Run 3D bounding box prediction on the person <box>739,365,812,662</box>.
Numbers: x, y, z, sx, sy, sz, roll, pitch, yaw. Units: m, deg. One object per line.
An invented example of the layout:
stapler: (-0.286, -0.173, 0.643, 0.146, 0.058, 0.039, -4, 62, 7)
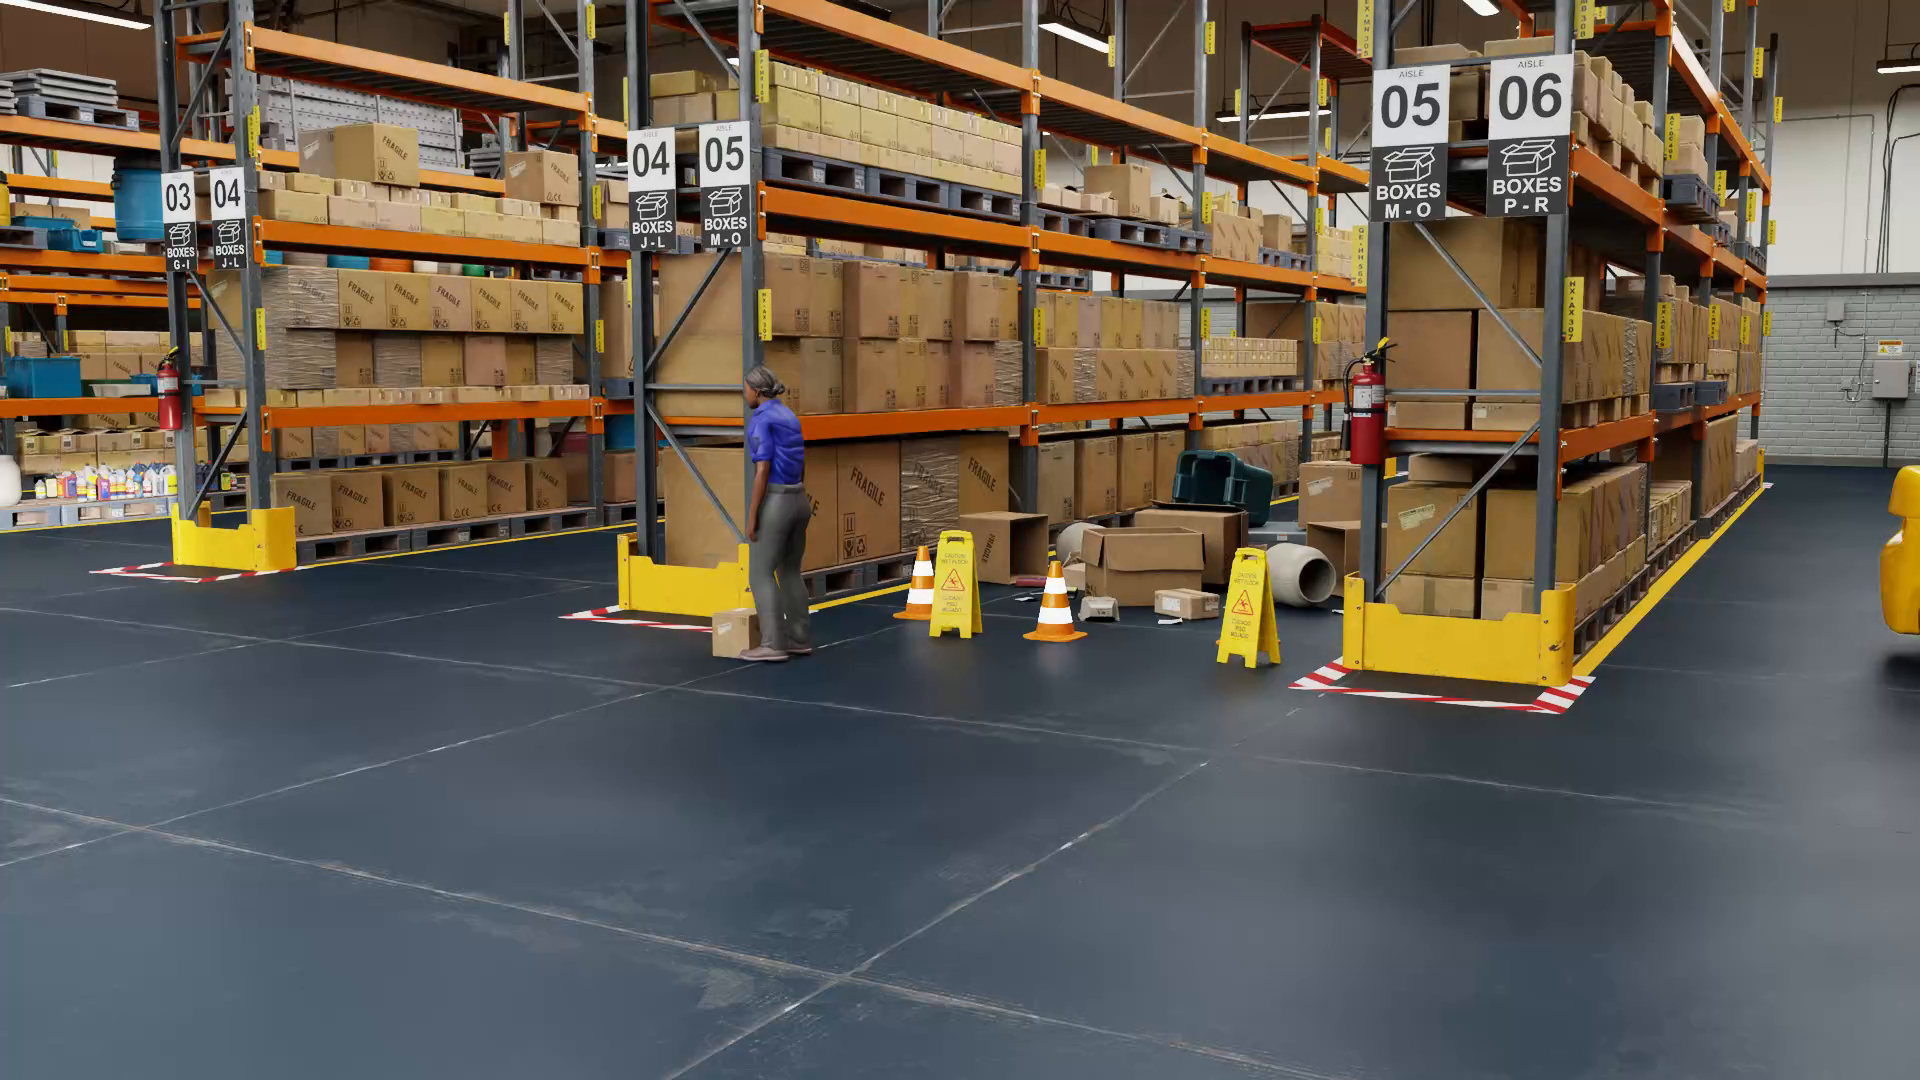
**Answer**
person: (-1.034, -0.154, 9.348, 0.352, 1.654, 0.530, 3, 7, 25)
